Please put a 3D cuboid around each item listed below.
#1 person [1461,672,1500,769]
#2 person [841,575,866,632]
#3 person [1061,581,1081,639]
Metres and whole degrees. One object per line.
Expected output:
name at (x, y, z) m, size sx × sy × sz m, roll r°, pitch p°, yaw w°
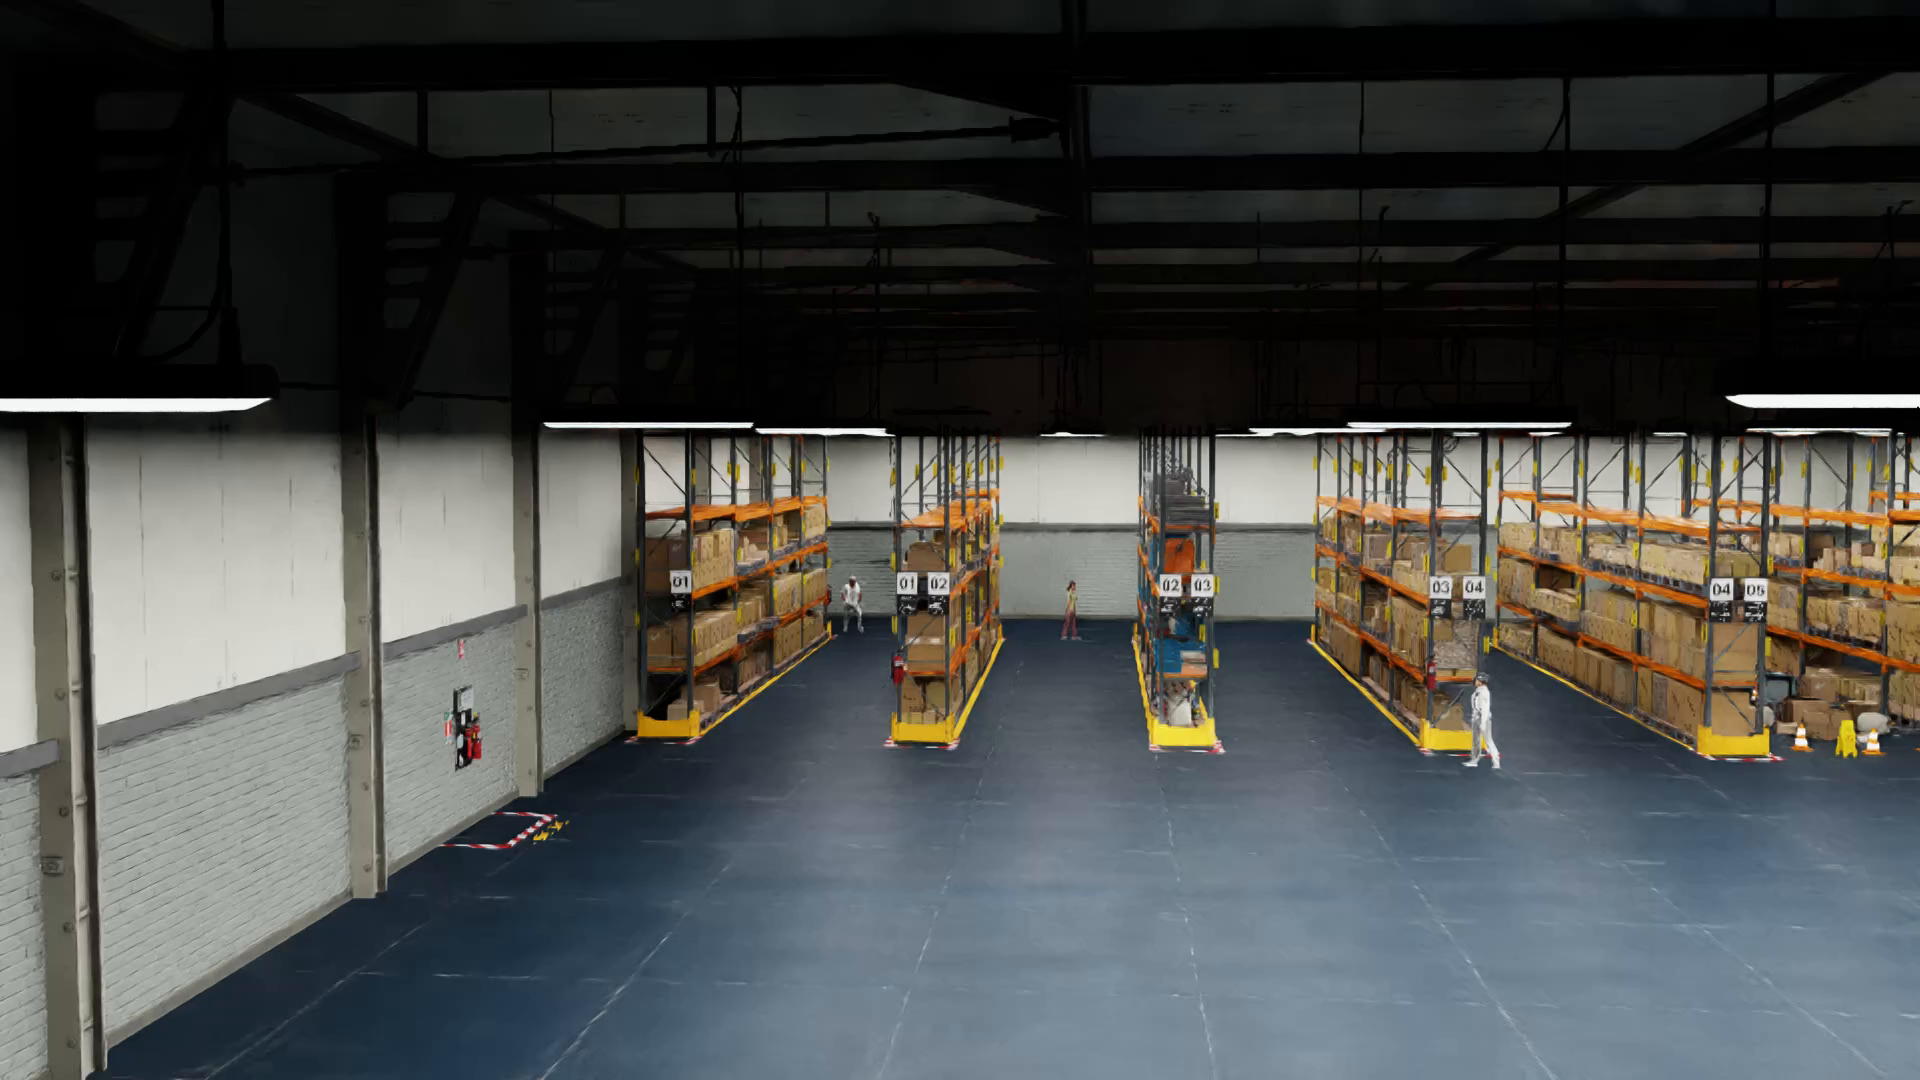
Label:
person at (9.074, 3.126, 28.955) m, size 0.600 × 1.662 × 0.694 m, roll 0°, pitch 3°, yaw -1°
person at (-3.189, 1.869, 49.073) m, size 0.701 × 1.714 × 0.817 m, roll -1°, pitch 4°, yaw -14°
person at (3.165, 1.997, 47.487) m, size 0.510 × 1.671 × 0.572 m, roll 1°, pitch 4°, yaw 17°
